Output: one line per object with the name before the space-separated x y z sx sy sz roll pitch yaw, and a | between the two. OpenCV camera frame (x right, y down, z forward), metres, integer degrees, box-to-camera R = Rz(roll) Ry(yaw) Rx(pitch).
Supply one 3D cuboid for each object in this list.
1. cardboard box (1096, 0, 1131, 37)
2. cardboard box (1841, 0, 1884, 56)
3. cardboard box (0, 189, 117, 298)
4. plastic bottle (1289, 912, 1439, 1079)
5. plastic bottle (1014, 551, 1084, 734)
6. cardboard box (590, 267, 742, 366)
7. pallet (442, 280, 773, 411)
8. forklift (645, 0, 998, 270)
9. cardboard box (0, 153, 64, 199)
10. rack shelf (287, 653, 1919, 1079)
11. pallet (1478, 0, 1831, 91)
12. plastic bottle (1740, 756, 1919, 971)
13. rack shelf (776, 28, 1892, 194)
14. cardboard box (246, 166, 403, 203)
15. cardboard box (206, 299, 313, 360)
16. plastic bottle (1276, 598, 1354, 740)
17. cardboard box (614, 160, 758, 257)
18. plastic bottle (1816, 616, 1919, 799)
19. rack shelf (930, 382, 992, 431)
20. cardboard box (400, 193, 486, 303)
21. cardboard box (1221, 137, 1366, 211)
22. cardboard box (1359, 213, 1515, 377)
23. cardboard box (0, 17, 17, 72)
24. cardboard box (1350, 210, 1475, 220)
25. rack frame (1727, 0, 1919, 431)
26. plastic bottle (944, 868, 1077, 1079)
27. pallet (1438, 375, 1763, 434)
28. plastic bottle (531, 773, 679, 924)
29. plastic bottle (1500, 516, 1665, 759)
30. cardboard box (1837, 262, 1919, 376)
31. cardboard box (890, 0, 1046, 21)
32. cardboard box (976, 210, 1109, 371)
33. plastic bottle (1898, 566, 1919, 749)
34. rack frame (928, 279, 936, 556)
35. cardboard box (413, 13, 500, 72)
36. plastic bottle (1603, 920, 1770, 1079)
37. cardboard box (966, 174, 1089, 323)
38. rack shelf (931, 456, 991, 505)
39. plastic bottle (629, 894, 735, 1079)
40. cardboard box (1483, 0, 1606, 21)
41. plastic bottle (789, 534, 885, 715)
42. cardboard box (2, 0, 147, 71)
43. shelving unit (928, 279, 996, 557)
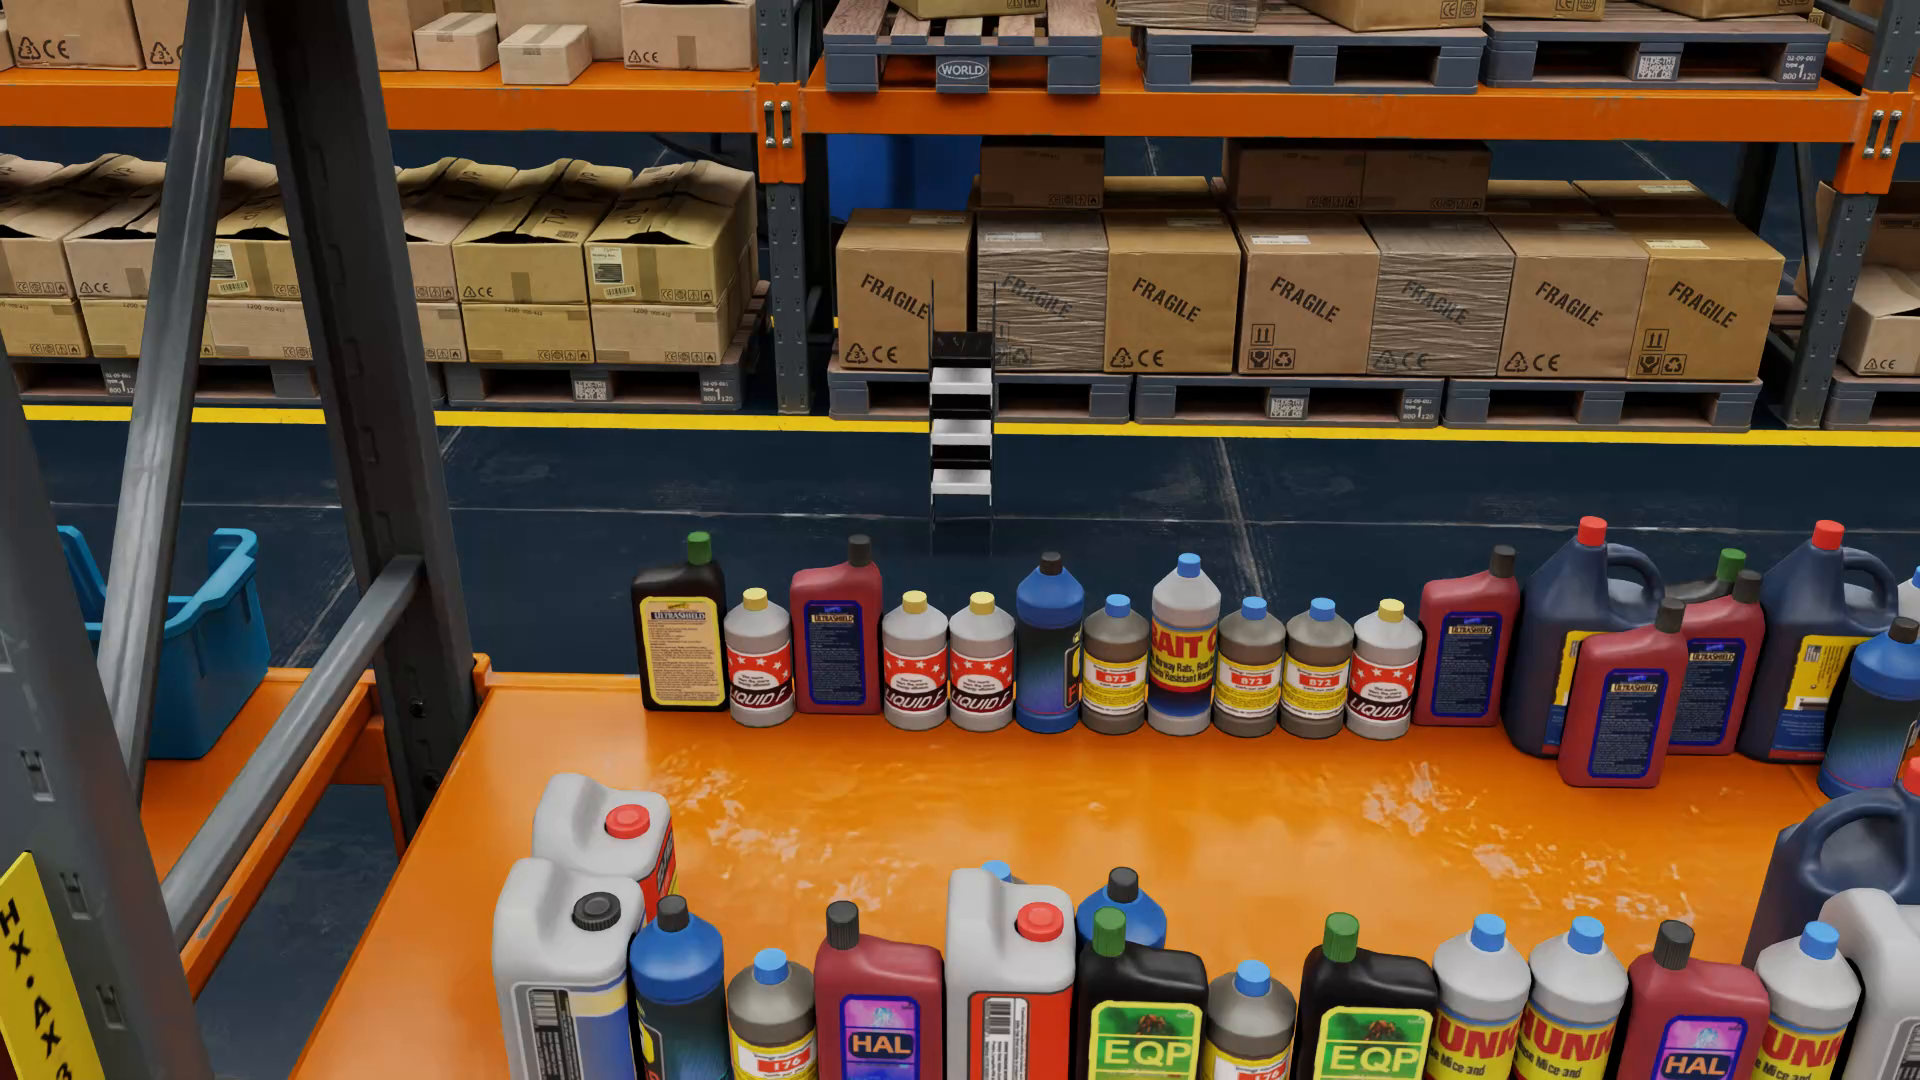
cardboard box | 1.125 -3.521 11.036 0.750 0.750 0.750 1 28 2
cardboard box | 3.855 -2.147 6.491 0.500 0.500 0.500 1 28 3
cardboard box | -3.744 -1.208 6.715 0.500 0.311 0.500 1 28 1
plastic bottle | 0.417 0.506 1.717 0.133 0.283 0.061 1 28 2
plastic bottle | 0.129 0.142 2.416 0.097 0.271 0.097 0 28 0
cardboard box | -1.186 -0.923 6.775 0.500 0.250 0.500 2 28 3
pallet | -1.473 -0.857 7.142 1.213 0.211 1.003 1 28 2
forklift | -0.745 -3.080 8.431 1.130 2.935 3.031 -19 33 -31
cardboard box | -4.234 -1.470 7.208 0.500 0.311 0.500 1 28 2
rack shelf | 1.169 0.612 2.161 4.000 0.370 1.077 1 28 2
pallet | 2.551 -1.971 6.470 1.213 0.211 1.003 1 28 2
plastic bottle | 1.008 0.395 1.854 0.185 0.351 0.144 1 28 2
rack shelf | 1.347 -1.707 6.535 4.000 0.370 1.077 1 28 2
cardboard box | -2.713 -1.444 7.161 0.500 0.311 0.500 1 28 1
cardboard box | -2.718 -0.946 6.820 0.500 0.250 0.500 1 28 3
plastic bottle | 0.519 0.180 2.420 0.097 0.201 0.097 0 28 0
cardboard box | -1.164 -1.422 7.119 0.500 0.311 0.500 2 28 4
plastic bottle | 1.247 0.228 2.254 0.097 0.271 0.097 0 28 0
rack shelf | 0.008 -0.448 5.512 0.200 0.077 0.258 1 28 2
cardboard box | -2.207 -1.184 6.670 0.500 0.311 0.500 1 28 1
cardboard box | 1.371 -1.559 6.887 0.500 0.250 0.500 0 28 1
cardboard box | 1.848 -0.976 6.587 0.500 0.500 0.500 1 28 2
cardboard box | -3.770 -1.902 6.404 0.250 0.149 0.380 1 28 2
cardboard box | 1.839 -1.219 7.046 0.500 0.500 0.500 1 28 2
rack frame | 3.346 -1.991 6.304 0.127 3.000 1.000 1 28 2
plastic bottle | 0.054 0.482 1.771 0.135 0.276 0.152 1 28 2
pallet | 2.532 -0.755 6.949 1.213 0.211 1.003 1 28 2
plastic bottle | -0.403 0.403 1.919 0.135 0.276 0.152 1 28 2
plastic bottle | 0.889 0.131 2.353 0.185 0.351 0.144 1 28 2
cardboard box | 3.758 -0.890 6.626 0.500 0.311 0.500 1 28 2
cardboard box | -0.018 -2.330 6.387 0.500 0.500 0.700 -8 29 -15
cardboard box | 0.317 -1.000 6.633 0.500 0.500 0.500 0 28 0
plastic bottle | 1.349 0.163 2.378 0.097 0.271 0.097 0 28 0
rack frame | -0.093 -0.399 5.542 0.006 0.900 0.240 1 28 2
cardboard box | -1.928 -1.941 6.477 0.250 0.149 0.380 3 28 6
plastic bottle | 0.744 0.511 1.707 0.133 0.283 0.061 1 28 2
cardboard box | 0.292 -1.242 7.089 0.500 0.500 0.500 2 28 4
rack shelf | 0.008 -0.209 5.639 0.200 0.077 0.258 1 28 2
plastic bottle | -0.294 0.491 1.758 0.097 0.271 0.097 0 28 0
cardboard box | 2.191 -2.315 6.360 0.500 0.500 0.700 5 28 10
plastic bottle | -0.180 0.123 2.439 0.133 0.283 0.061 1 28 2
cardboard box | -3.355 -2.139 6.475 0.500 0.500 0.500 3 28 5
shelving unit | 0.008 -0.397 5.539 0.210 0.900 0.258 1 28 2
